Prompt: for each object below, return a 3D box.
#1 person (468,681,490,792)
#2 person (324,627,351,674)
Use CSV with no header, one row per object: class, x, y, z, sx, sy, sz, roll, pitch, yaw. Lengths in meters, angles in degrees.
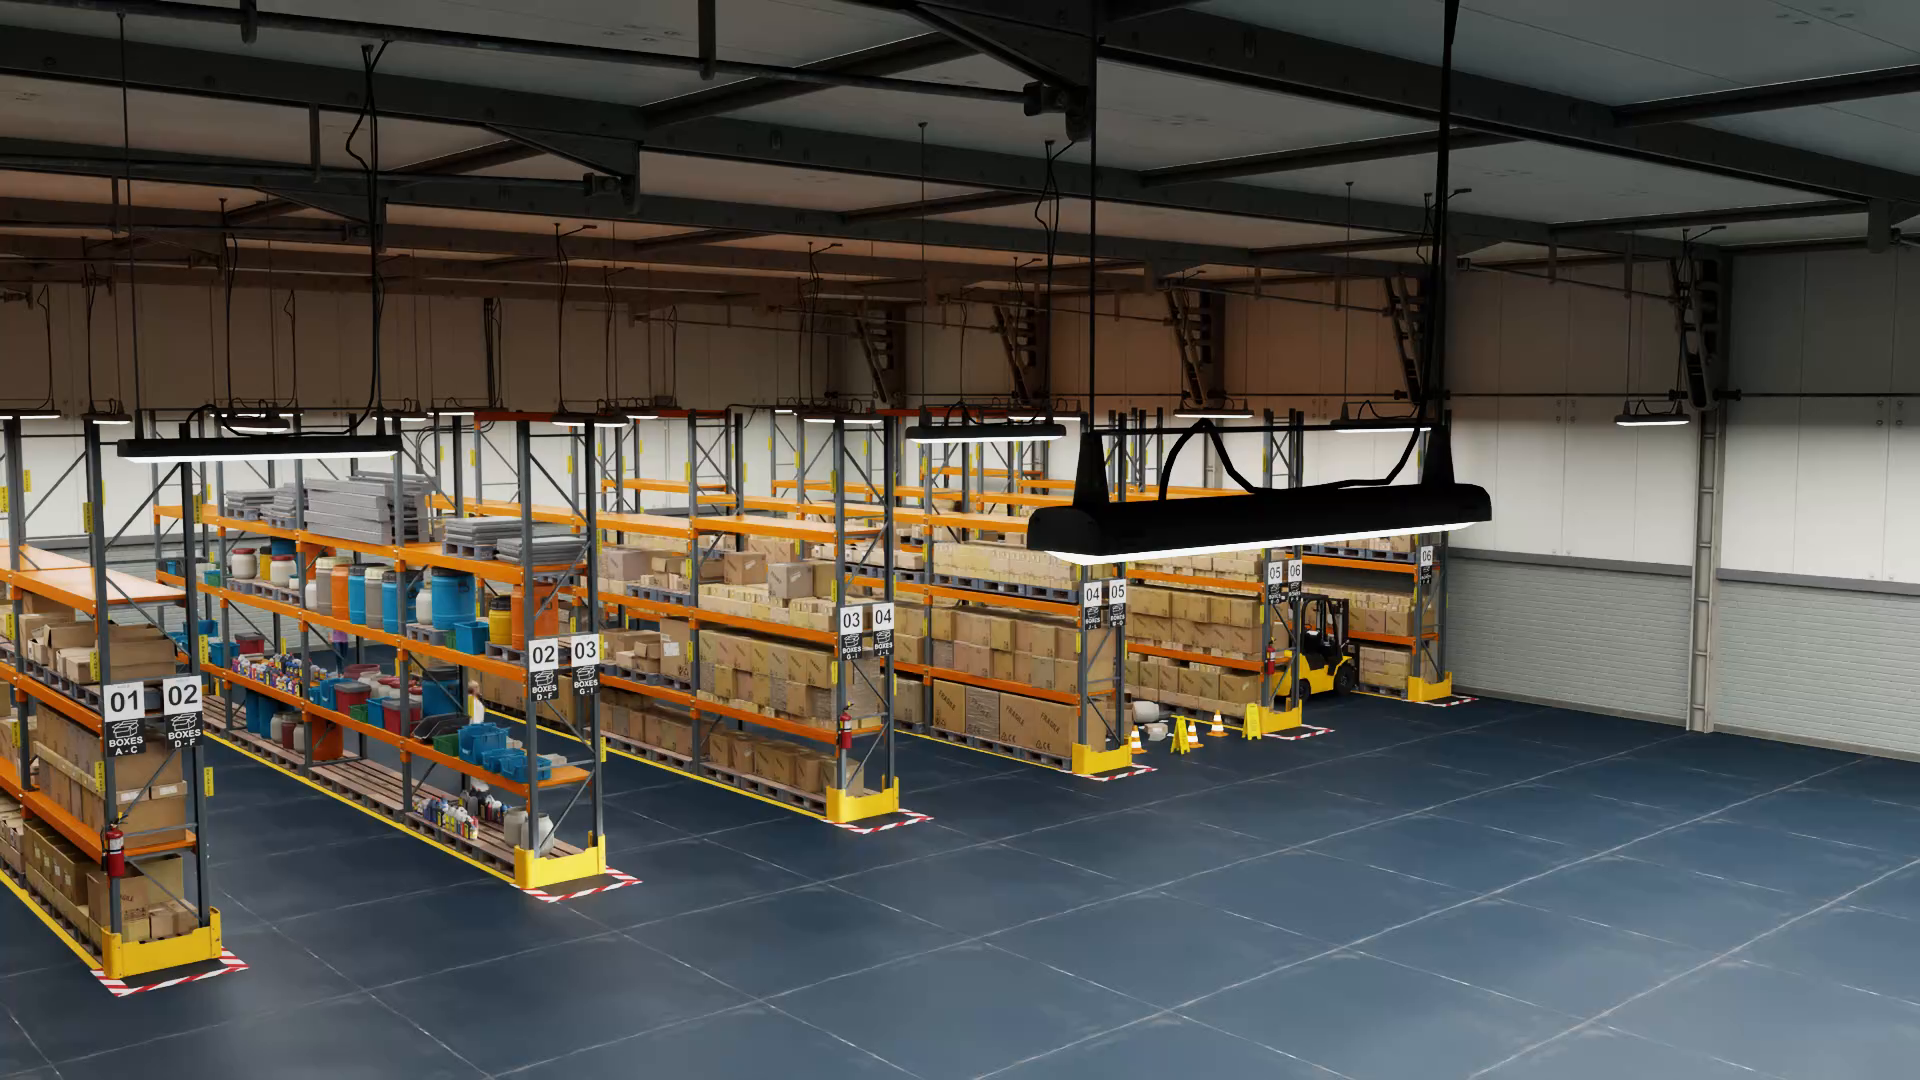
person,-7.707,3.163,26.502,0.489,1.857,0.591,0,5,-1
person,-13.881,2.290,37.128,0.572,1.603,0.806,-4,6,-36
